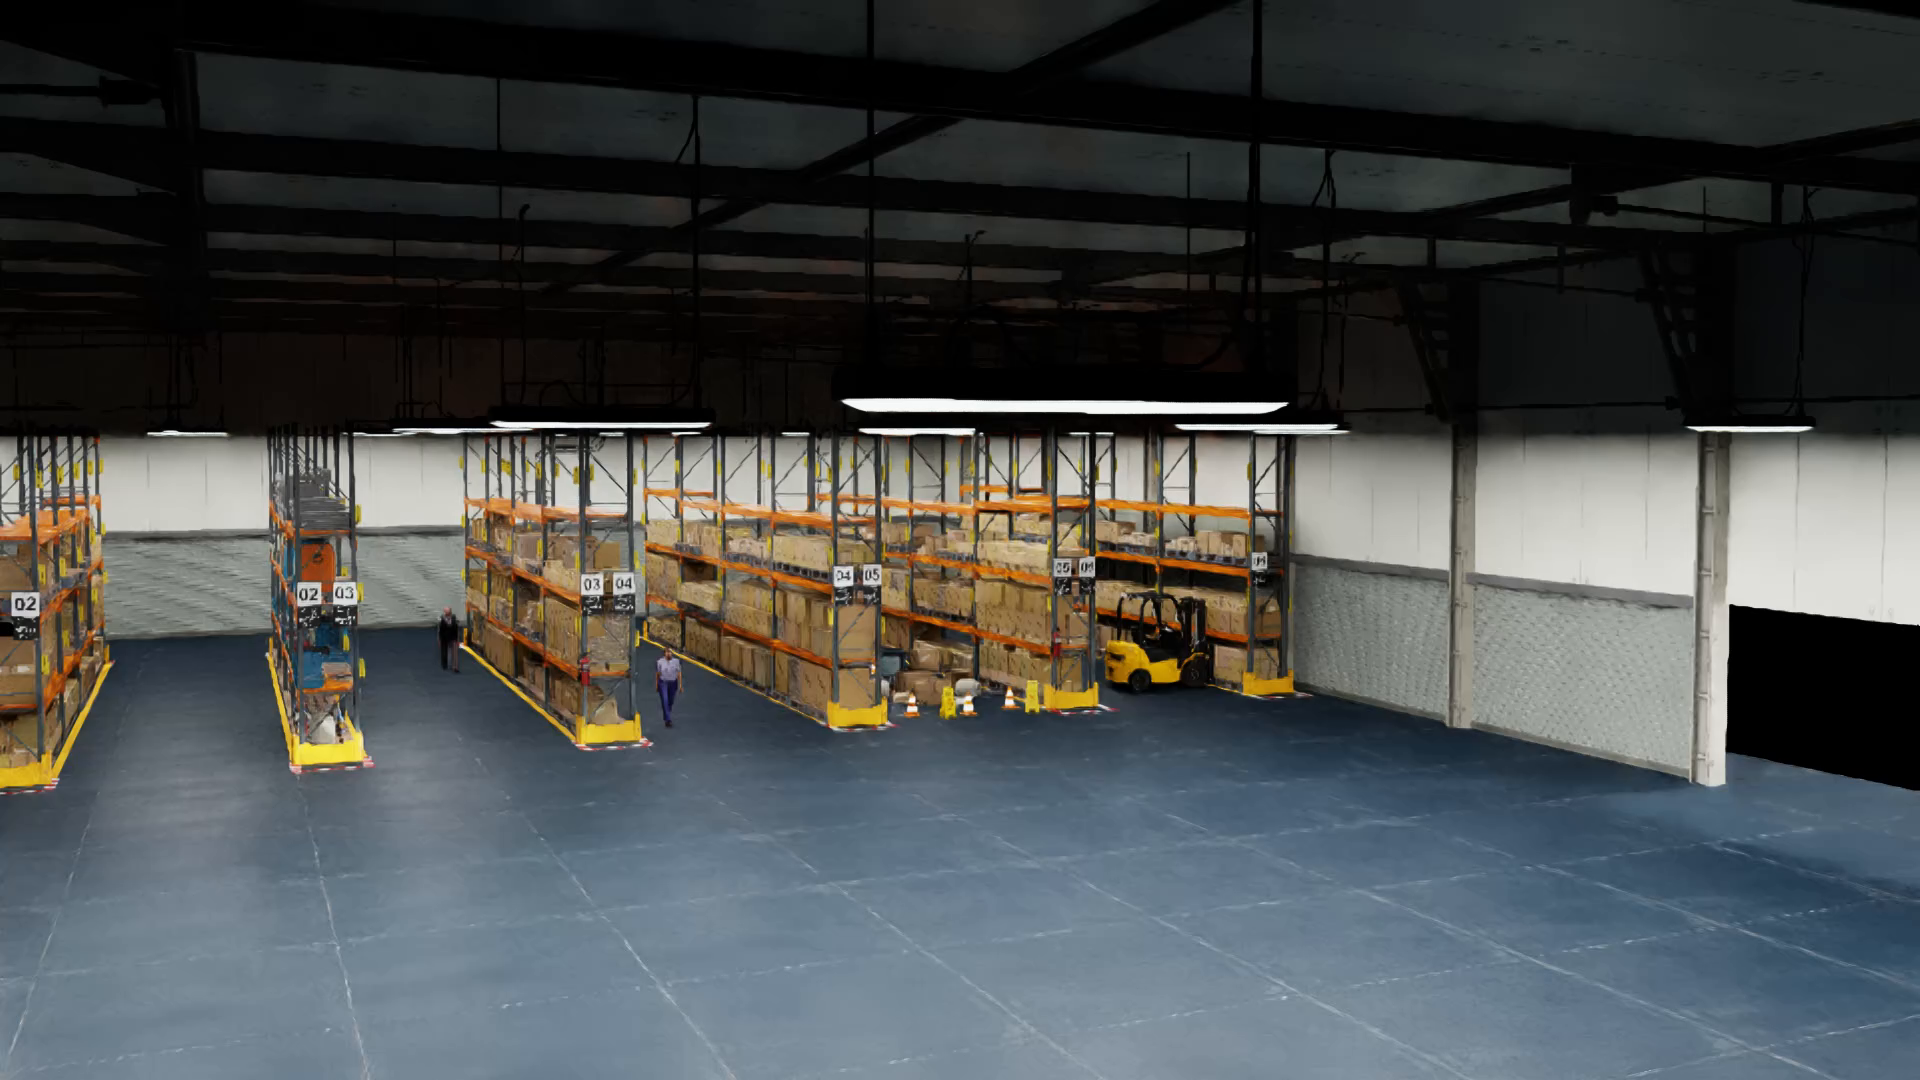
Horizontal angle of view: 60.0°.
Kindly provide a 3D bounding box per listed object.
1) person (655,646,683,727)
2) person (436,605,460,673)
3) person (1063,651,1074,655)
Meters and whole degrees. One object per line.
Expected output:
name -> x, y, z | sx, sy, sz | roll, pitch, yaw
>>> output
person -> -5.802, 2.900, 33.204 | 0.491, 1.577, 0.991 | -2, 4, -25
person -> -12.508, 2.455, 40.622 | 0.542, 1.554, 1.115 | -1, 4, -21
person -> 2.505, 2.479, 39.165 | 0.569, 1.668, 0.563 | 1, 4, 8
